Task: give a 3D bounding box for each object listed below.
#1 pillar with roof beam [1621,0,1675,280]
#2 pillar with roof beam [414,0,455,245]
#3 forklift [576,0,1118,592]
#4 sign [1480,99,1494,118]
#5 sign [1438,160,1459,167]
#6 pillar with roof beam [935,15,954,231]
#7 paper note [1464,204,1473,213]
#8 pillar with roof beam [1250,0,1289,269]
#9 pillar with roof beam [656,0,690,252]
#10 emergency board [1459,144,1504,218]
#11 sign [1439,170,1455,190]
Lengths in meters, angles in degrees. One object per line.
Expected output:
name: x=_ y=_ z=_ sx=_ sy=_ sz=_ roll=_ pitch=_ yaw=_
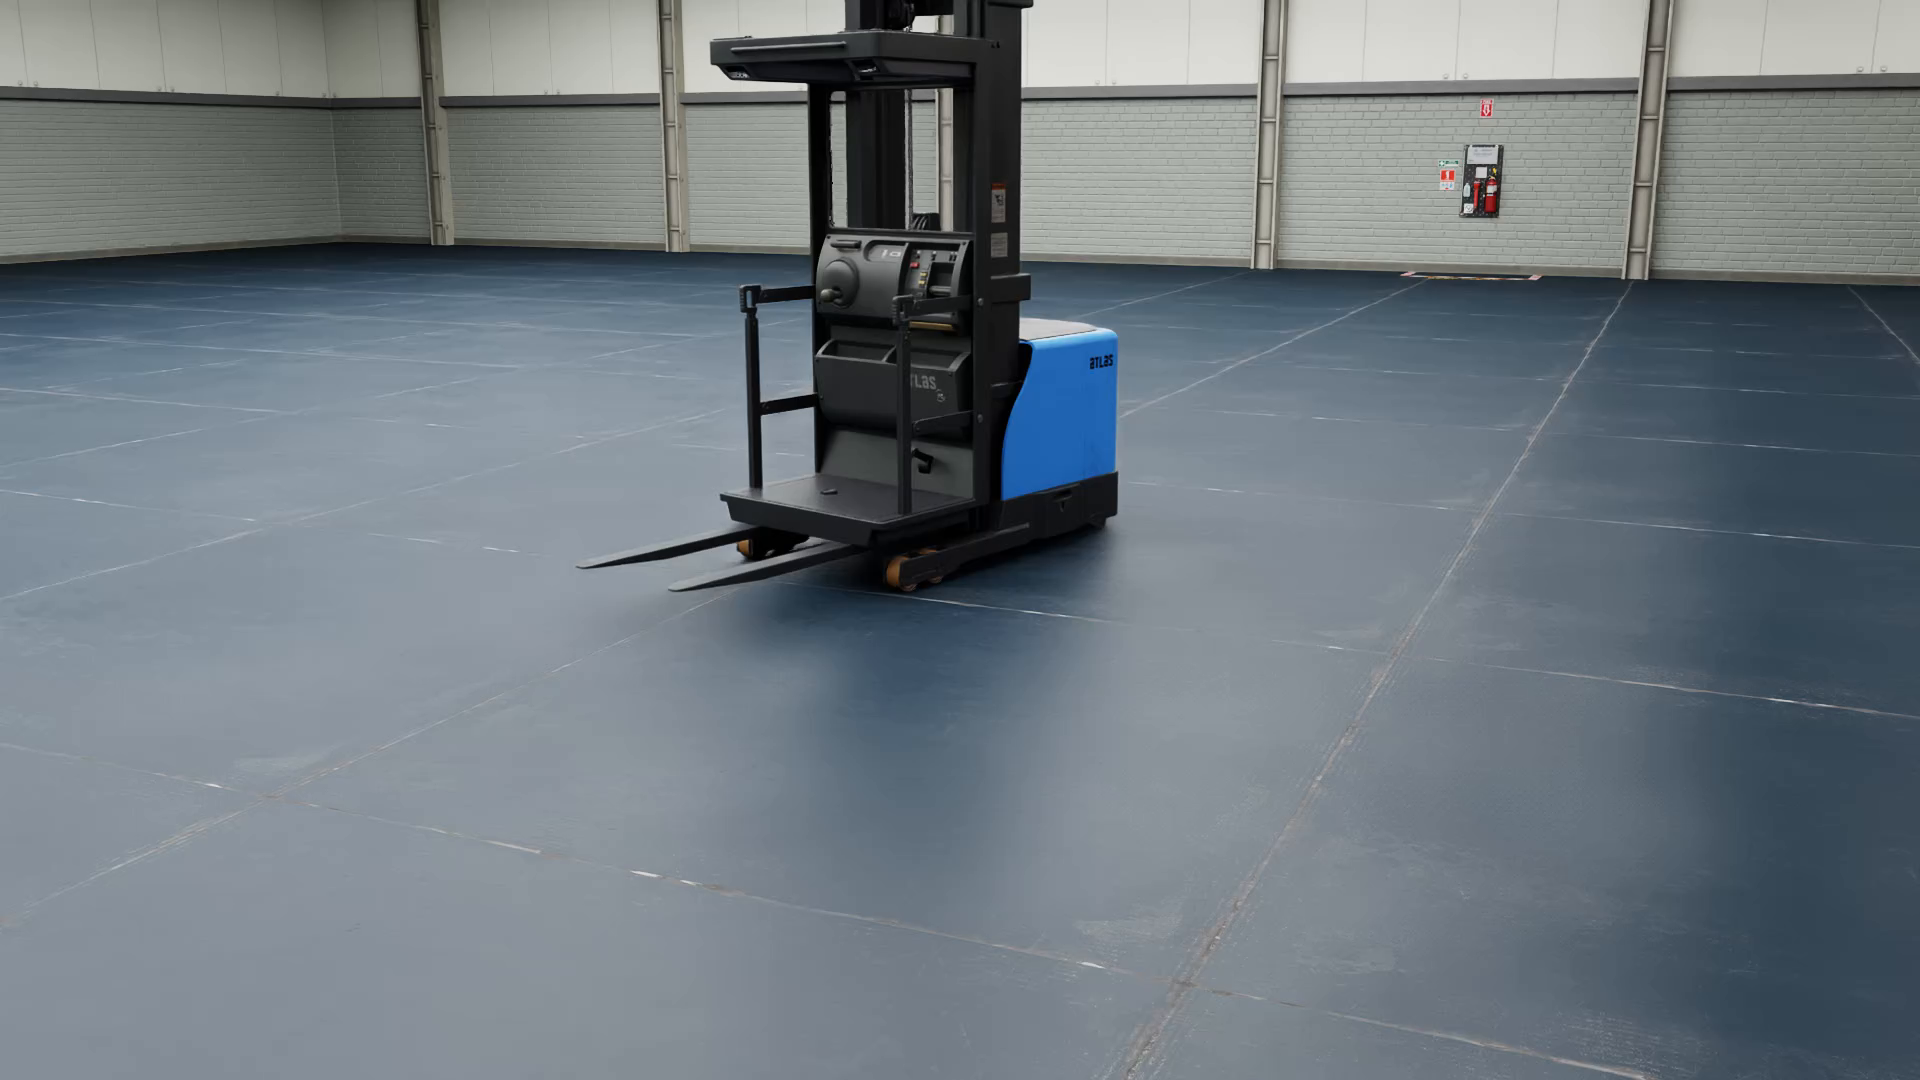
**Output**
pillar with roof beam: x=9.019 y=-7.648 z=21.650 sx=0.400 sy=9.000 sz=9.100 roll=6 pitch=14 yaw=23
pillar with roof beam: x=-12.924 y=-9.869 z=31.114 sx=0.400 sy=9.000 sz=9.100 roll=6 pitch=14 yaw=23
forklift: x=-0.469 y=-1.315 z=7.943 sx=1.130 sy=2.935 sz=3.031 roll=11 pitch=17 yaw=38
sign: x=8.552 y=-7.013 z=27.003 sx=0.199 sy=0.298 sz=0.001 roll=6 pitch=14 yaw=23
sign: x=8.056 y=-6.209 z=27.412 sx=0.331 sy=0.109 sz=0.001 roll=6 pitch=14 yaw=23
pillar with roof beam: x=-1.953 y=-8.758 z=26.382 sx=0.400 sy=9.000 sz=9.100 roll=6 pitch=14 yaw=23
paper note: x=8.385 y=-5.465 z=27.408 sx=0.142 sy=0.148 sz=0.016 roll=6 pitch=14 yaw=23
pillar with roof beam: x=3.533 y=-8.203 z=24.016 sx=0.400 sy=9.000 sz=9.100 roll=6 pitch=14 yaw=23
pillar with roof beam: x=-7.438 y=-9.314 z=28.748 sx=0.400 sy=9.000 sz=9.100 roll=6 pitch=14 yaw=23
emergency board: x=8.519 y=-5.863 z=27.176 sx=0.643 sy=1.169 sz=0.194 roll=6 pitch=14 yaw=23
sign: x=8.055 y=-5.953 z=27.482 sx=0.234 sy=0.329 sz=0.001 roll=6 pitch=14 yaw=23
